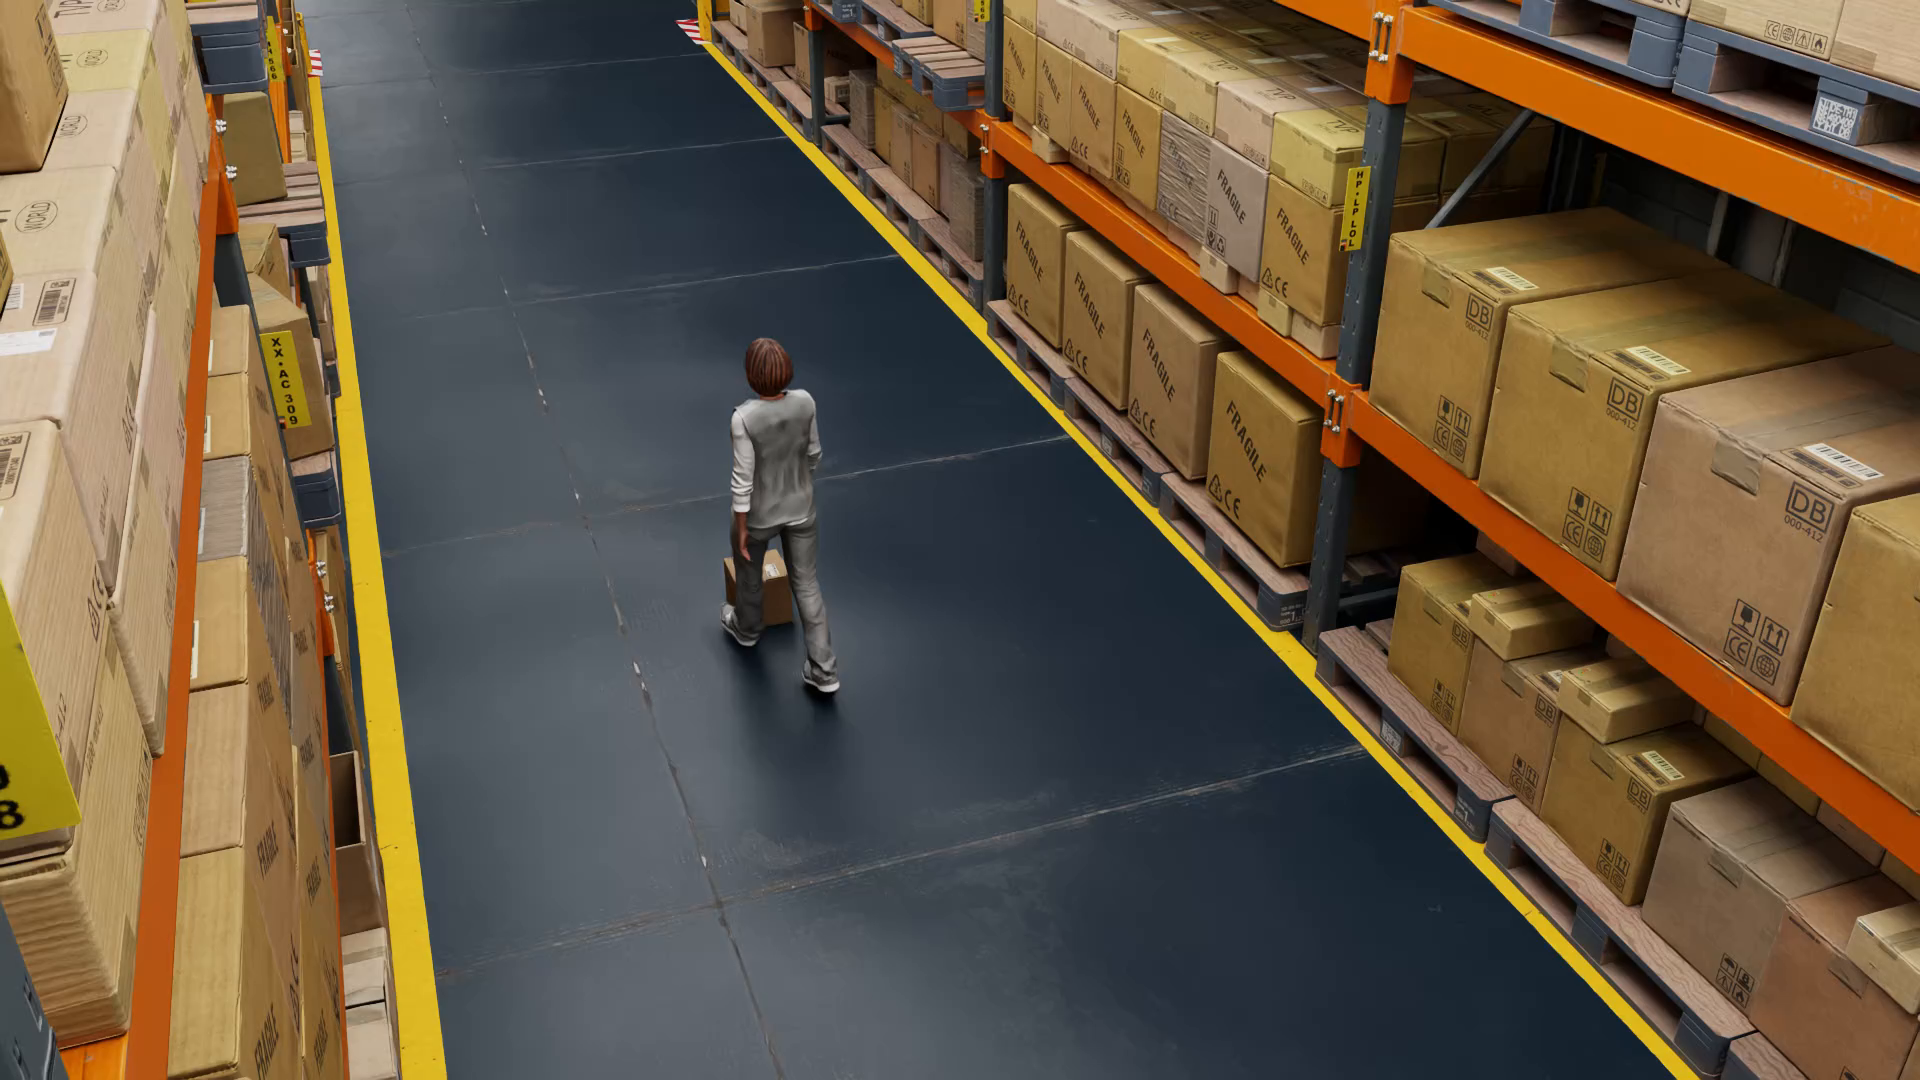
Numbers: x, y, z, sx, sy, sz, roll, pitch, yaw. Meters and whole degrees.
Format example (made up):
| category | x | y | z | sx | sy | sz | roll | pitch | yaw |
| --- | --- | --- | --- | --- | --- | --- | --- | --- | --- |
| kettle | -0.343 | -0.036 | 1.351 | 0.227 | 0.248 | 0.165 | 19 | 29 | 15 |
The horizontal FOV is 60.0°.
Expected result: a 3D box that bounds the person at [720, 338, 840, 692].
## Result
| category | x | y | z | sx | sy | sz | roll | pitch | yaw |
| --- | --- | --- | --- | --- | --- | --- | --- | --- | --- |
| person | -0.777 | -0.150 | 6.896 | 0.427 | 1.556 | 0.838 | -14 | 33 | -23 |
